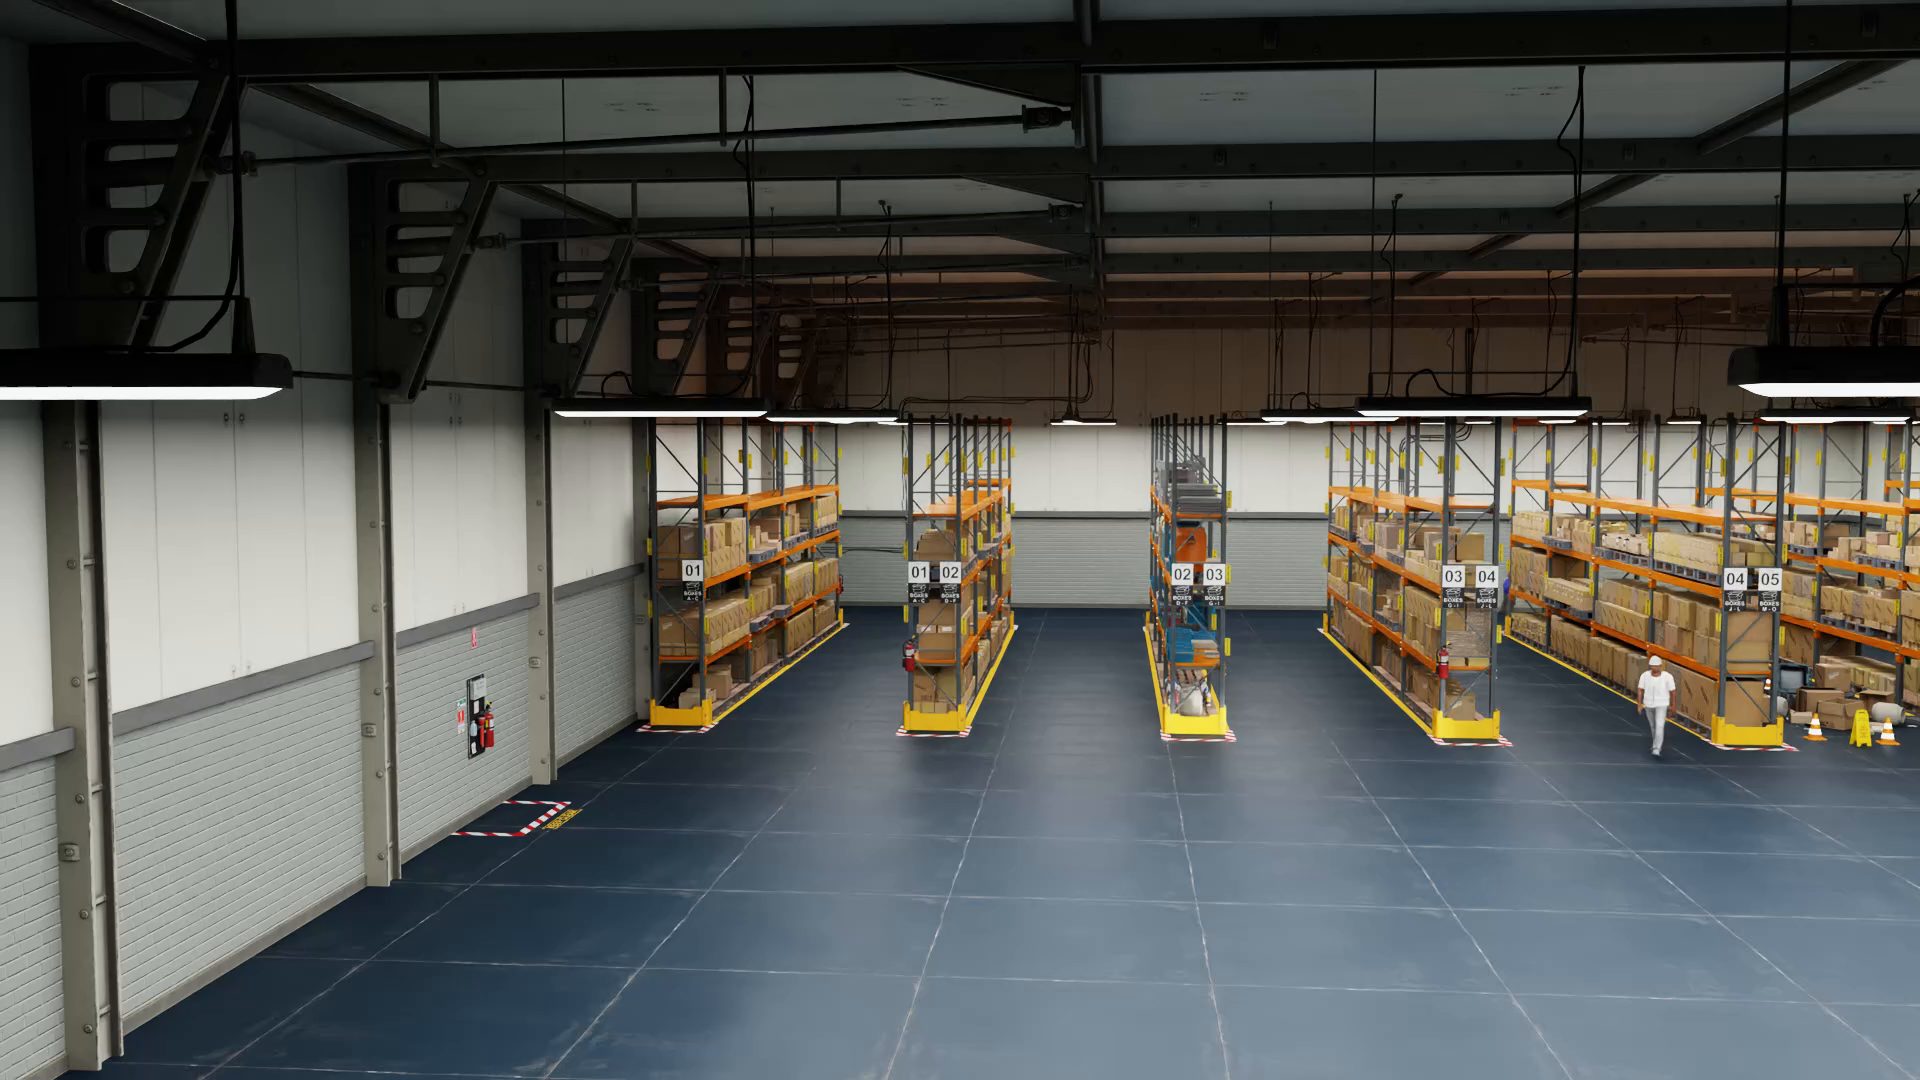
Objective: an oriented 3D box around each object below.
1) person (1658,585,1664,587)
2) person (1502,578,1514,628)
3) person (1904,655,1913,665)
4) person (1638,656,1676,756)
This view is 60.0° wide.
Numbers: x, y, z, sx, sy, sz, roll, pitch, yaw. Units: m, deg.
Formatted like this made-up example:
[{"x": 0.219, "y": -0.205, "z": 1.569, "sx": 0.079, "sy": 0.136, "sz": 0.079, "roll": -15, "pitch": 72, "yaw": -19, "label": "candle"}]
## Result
[{"x": 18.625, "y": 1.964, "z": 44.075, "sx": 0.391, "sy": 1.562, "sz": 0.845, "roll": -2, "pitch": 5, "yaw": -32, "label": "person"}, {"x": 15.777, "y": 1.785, "z": 47.629, "sx": 0.675, "sy": 1.429, "sz": 0.430, "roll": -2, "pitch": 4, "yaw": -28, "label": "person"}, {"x": 21.504, "y": 2.320, "z": 37.415, "sx": 0.573, "sy": 1.787, "sz": 0.551, "roll": 0, "pitch": 4, "yaw": 4, "label": "person"}, {"x": 12.123, "y": 2.882, "z": 29.026, "sx": 0.595, "sy": 1.711, "sz": 1.029, "roll": 3, "pitch": 5, "yaw": 42, "label": "person"}]
